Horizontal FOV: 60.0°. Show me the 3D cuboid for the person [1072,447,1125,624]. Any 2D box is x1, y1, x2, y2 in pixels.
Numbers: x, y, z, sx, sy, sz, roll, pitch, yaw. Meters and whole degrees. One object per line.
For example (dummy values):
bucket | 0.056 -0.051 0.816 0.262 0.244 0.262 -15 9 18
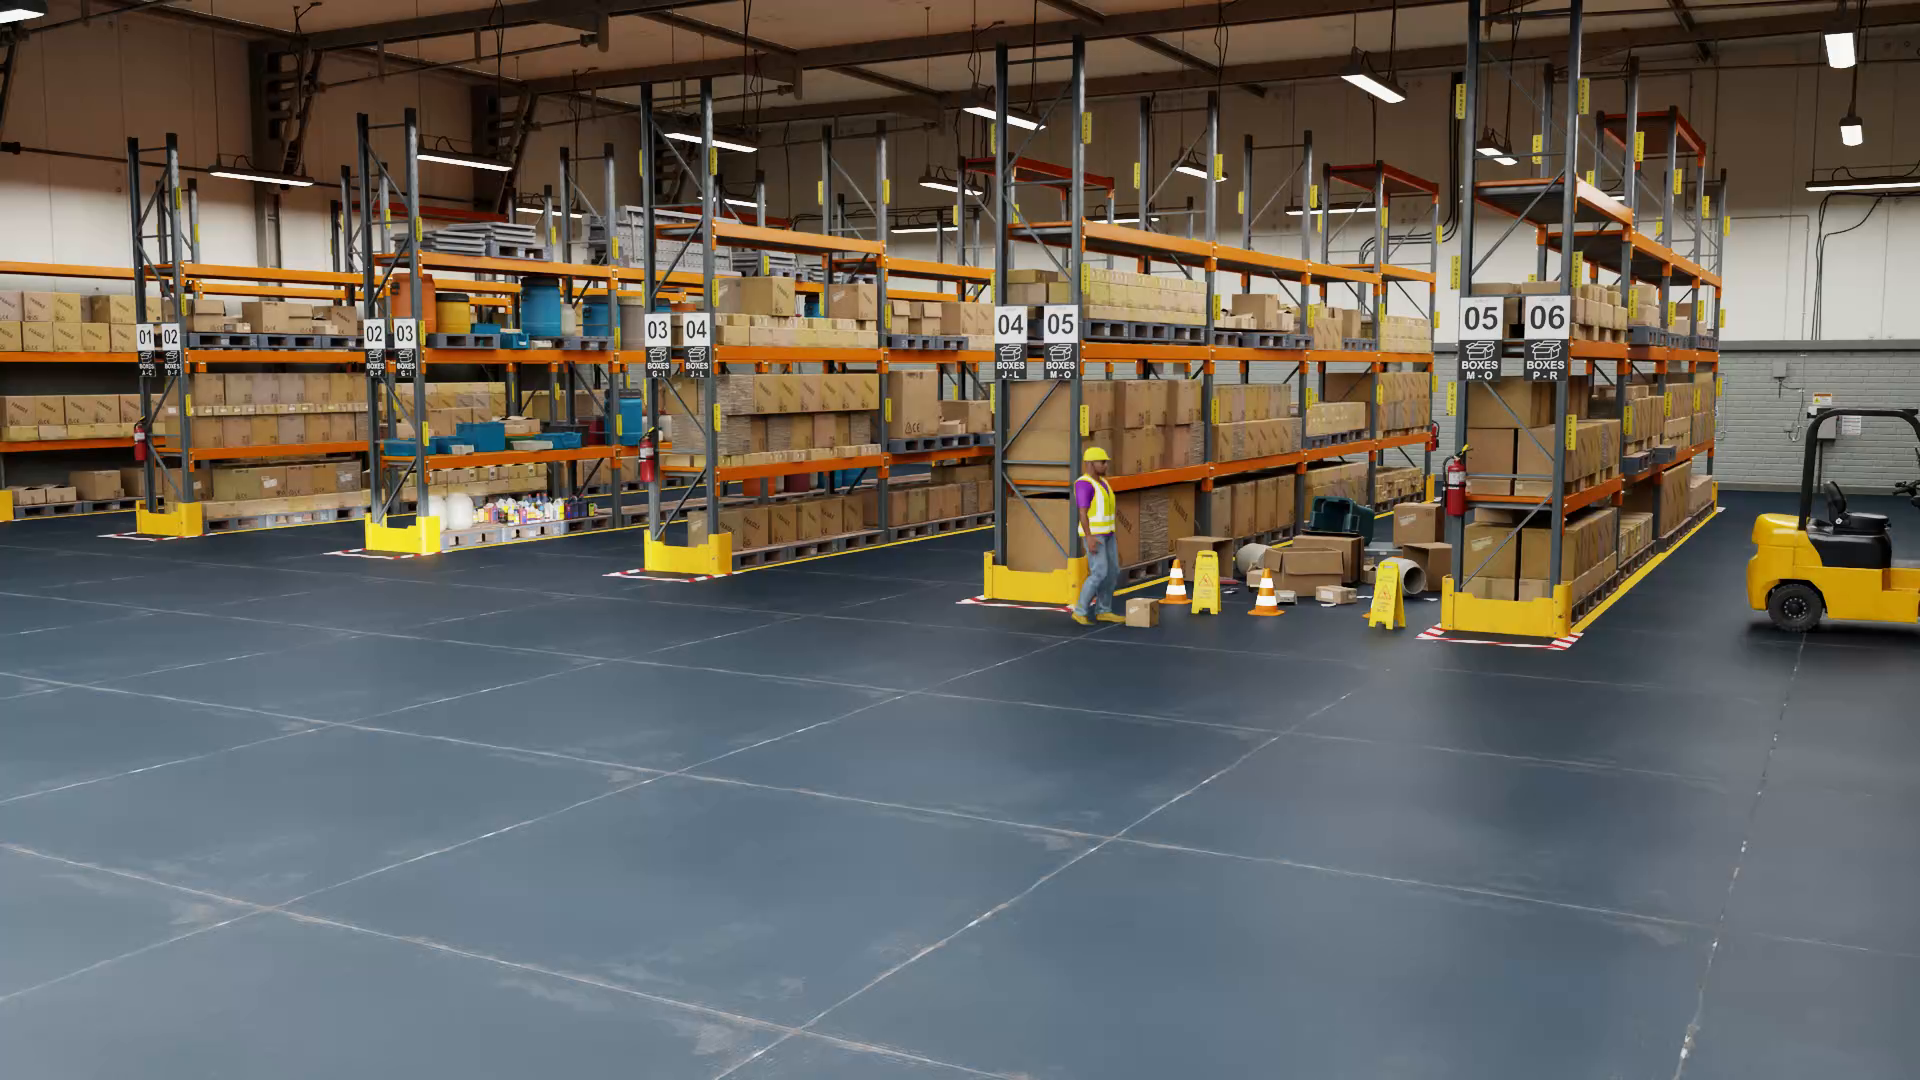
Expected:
person | 1.408 -0.013 16.595 0.469 1.818 0.570 3 7 29
